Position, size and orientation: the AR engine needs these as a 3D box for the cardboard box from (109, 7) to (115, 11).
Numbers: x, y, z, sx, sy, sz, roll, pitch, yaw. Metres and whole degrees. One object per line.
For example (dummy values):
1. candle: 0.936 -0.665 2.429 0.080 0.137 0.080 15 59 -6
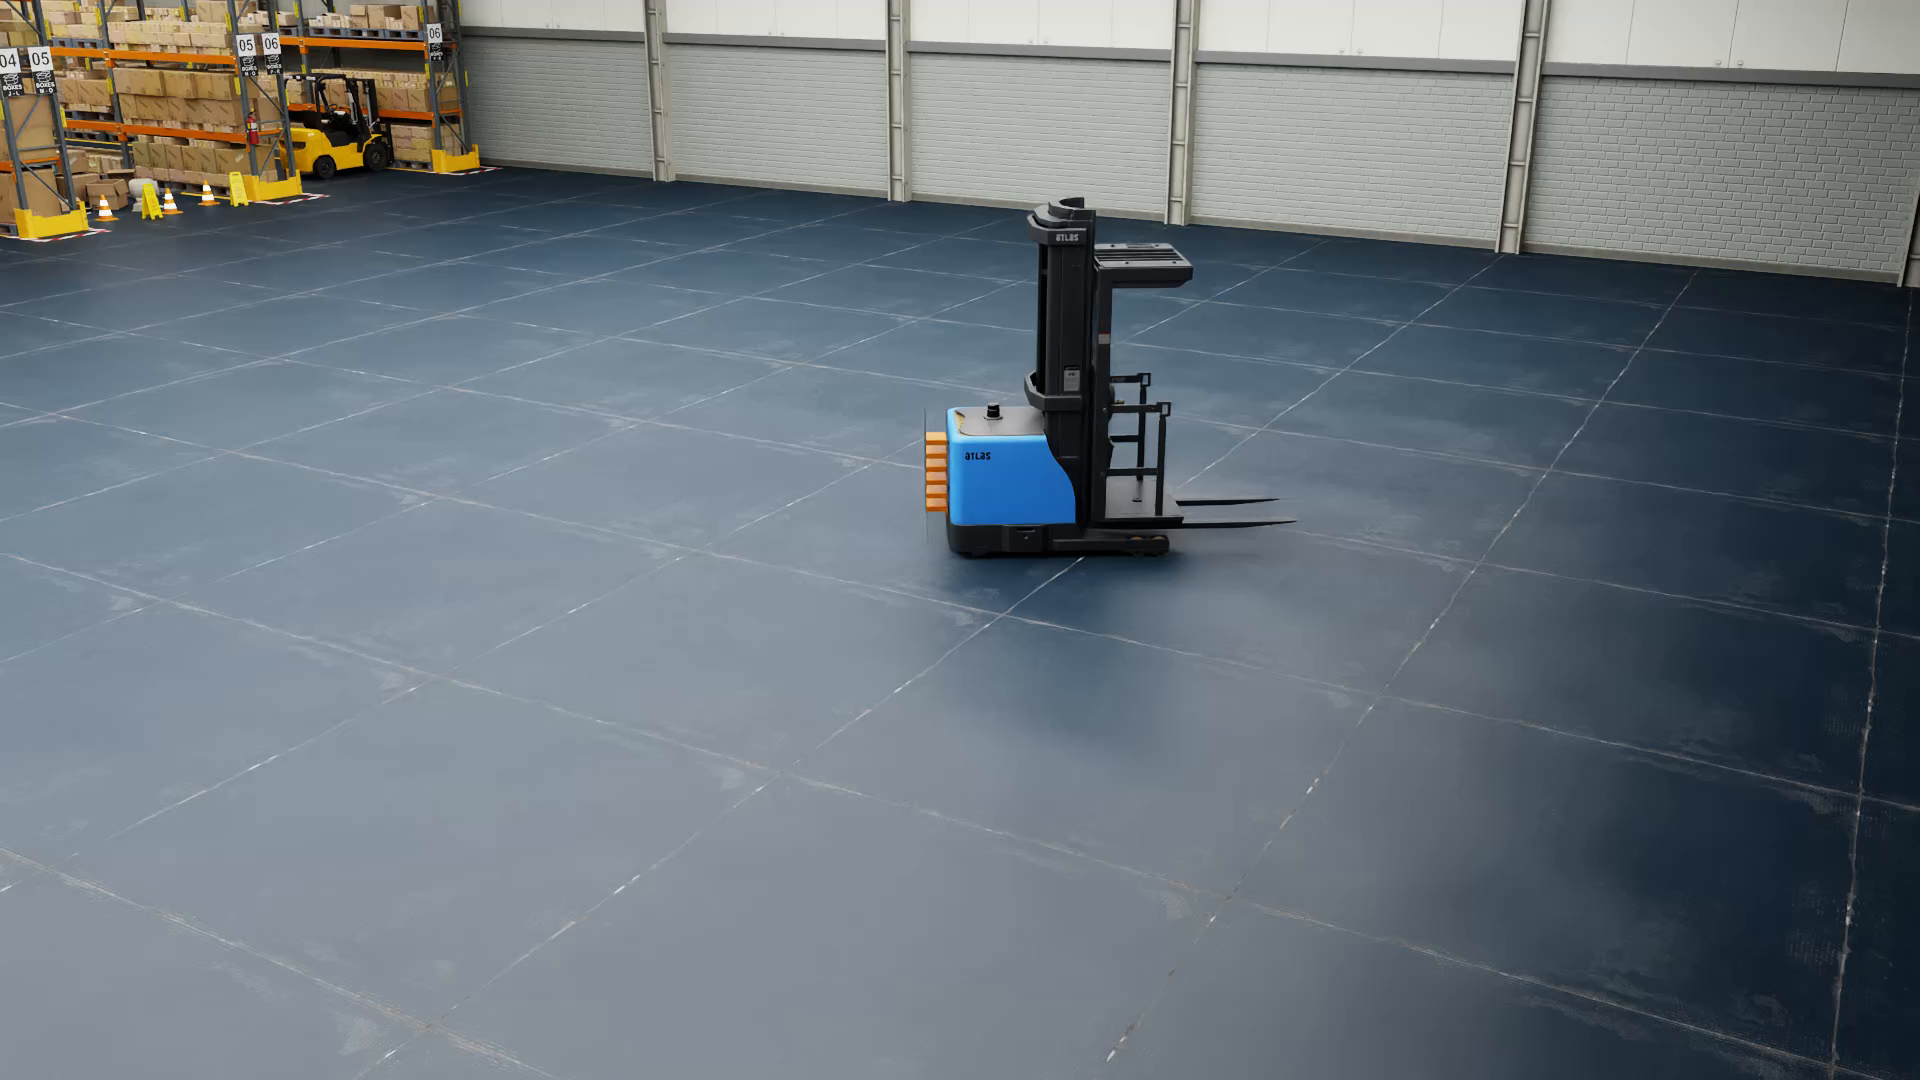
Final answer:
1. cardboard box: -20.990 -13.237 41.528 0.250 0.149 0.380 11 23 28

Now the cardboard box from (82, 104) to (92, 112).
1. cardboard box: -18.475 -9.235 35.475 0.250 0.149 0.380 10 22 26

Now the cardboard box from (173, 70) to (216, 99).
1. cardboard box: -15.421 -9.223 33.640 0.500 0.500 0.700 10 22 27

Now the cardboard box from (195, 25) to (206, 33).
1. cardboard box: -15.009 -10.190 33.154 0.250 0.149 0.380 11 23 28

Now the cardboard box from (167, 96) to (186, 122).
1. cardboard box: -15.847 -8.859 34.104 0.500 0.500 0.500 11 23 28

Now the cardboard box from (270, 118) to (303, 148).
1. cardboard box: -16.145 -9.845 40.271 0.625 0.625 0.875 11 22 27

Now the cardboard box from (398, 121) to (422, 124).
1. cardboard box: -12.714 -9.563 38.578 0.500 0.250 0.500 11 22 27

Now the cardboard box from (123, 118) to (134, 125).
1. cardboard box: -17.309 -8.805 34.905 0.250 0.149 0.380 11 23 27

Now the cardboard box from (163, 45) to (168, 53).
1. cardboard box: -15.927 -9.981 33.748 0.250 0.149 0.380 11 23 28

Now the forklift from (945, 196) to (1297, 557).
1. forklift: 1.401 -1.416 14.267 3.031 2.935 1.130 -1 20 -3

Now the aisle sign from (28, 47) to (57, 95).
1. aisle sign: -16.053 -8.215 29.098 0.004 0.787 0.394 11 23 27

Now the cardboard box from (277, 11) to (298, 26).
1. cardboard box: -15.761 -12.209 38.892 0.500 0.311 0.500 10 22 26

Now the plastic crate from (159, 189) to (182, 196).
1. plastic crate: -16.457 -7.193 34.375 0.583 0.080 0.402 3 20 9

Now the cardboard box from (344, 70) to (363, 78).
1. cardboard box: -13.963 -10.735 38.323 0.250 0.149 0.380 10 22 26

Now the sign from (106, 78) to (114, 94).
1. sign: -17.695 -9.449 34.615 0.005 0.325 0.100 11 23 27

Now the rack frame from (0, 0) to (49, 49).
1. rack frame: -16.261 -9.735 28.304 0.127 3.000 1.000 11 23 27

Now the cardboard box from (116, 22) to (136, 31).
1. cardboard box: -17.070 -10.553 34.158 0.250 0.149 0.380 12 23 29

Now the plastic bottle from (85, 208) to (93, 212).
1. plastic bottle: -16.955 -6.393 32.197 0.283 0.061 0.133 3 20 9

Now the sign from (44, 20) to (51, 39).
1. sign: -15.985 -8.937 29.106 0.005 0.325 0.100 11 23 27

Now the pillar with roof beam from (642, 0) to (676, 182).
1. pillar with roof beam: -8.548 -10.809 31.263 0.400 9.000 9.100 11 23 27

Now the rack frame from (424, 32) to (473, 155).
1. rack frame: -11.518 -9.884 37.511 0.127 3.000 1.000 11 23 27

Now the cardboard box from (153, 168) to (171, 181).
1. cardboard box: -16.572 -7.712 34.940 0.500 0.250 0.500 12 23 30

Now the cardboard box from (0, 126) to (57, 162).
1. cardboard box: -16.607 -7.034 29.435 0.550 0.550 0.875 11 23 27

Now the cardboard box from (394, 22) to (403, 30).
1. cardboard box: -12.389 -11.468 37.085 0.250 0.149 0.380 10 22 26

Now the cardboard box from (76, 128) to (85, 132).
1. cardboard box: -22.935 -10.856 43.585 0.258 0.266 0.396 12 23 29

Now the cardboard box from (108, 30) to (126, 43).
1. cardboard box: -17.177 -10.395 34.307 0.500 0.250 0.500 10 22 26

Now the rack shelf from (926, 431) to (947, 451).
1. rack shelf: -0.206 -0.853 14.328 0.180 0.103 0.258 -1 20 -3

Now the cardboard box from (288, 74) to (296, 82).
1. cardboard box: -15.651 -10.929 39.295 0.250 0.149 0.380 10 22 27

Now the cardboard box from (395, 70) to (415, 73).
1. cardboard box: -12.788 -10.743 38.347 0.250 0.149 0.380 10 22 26

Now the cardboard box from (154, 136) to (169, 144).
1. cardboard box: -16.515 -8.331 34.596 0.250 0.149 0.380 12 23 29

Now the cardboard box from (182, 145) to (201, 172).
1. cardboard box: -15.656 -7.890 34.332 0.500 0.500 0.500 10 22 26

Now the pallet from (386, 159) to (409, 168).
1. pallet: -13.267 -8.891 38.863 1.213 0.211 1.003 11 23 27

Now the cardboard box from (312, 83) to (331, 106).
1. cardboard box: -14.750 -10.444 38.910 0.500 0.500 0.500 10 22 26

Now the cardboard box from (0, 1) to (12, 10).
1. cardboard box: -24.786 -14.020 43.567 0.500 0.250 0.500 11 22 27

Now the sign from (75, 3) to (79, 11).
1. sign: -22.252 -13.370 41.964 0.005 0.325 0.100 11 23 27

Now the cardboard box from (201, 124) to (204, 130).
1. cardboard box: -15.249 -8.462 33.961 0.250 0.149 0.380 11 23 28

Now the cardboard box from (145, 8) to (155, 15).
1. cardboard box: -19.858 -13.025 40.970 0.250 0.149 0.380 10 22 26

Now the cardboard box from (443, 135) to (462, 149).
1. cardboard box: -11.827 -9.164 38.209 0.500 0.250 0.500 11 23 28

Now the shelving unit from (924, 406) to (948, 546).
1. shelving unit: -0.206 -0.556 14.436 0.189 1.200 0.258 -1 20 -3

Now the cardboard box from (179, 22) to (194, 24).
1. cardboard box: -15.879 -10.554 34.159 0.250 0.149 0.380 11 23 28

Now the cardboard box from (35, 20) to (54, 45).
1. cardboard box: -19.574 -10.949 35.899 0.637 0.503 0.797 11 23 27

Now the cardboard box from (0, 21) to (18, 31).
1. cardboard box: -16.616 -9.019 29.164 0.250 0.149 0.380 11 23 28

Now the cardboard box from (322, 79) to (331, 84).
1. cardboard box: -14.633 -10.727 38.738 0.250 0.149 0.380 11 23 29

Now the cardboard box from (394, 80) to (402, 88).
1. cardboard box: -12.602 -10.350 37.698 0.250 0.149 0.380 11 22 27

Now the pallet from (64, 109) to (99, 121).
1. pallet: -19.171 -9.329 36.262 1.213 0.211 1.003 11 23 27

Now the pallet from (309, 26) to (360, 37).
1. pallet: -14.253 -11.783 38.479 1.213 0.211 1.003 11 23 27

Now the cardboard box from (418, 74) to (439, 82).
1. cardboard box: -11.933 -10.372 37.324 0.250 0.149 0.380 11 23 27
